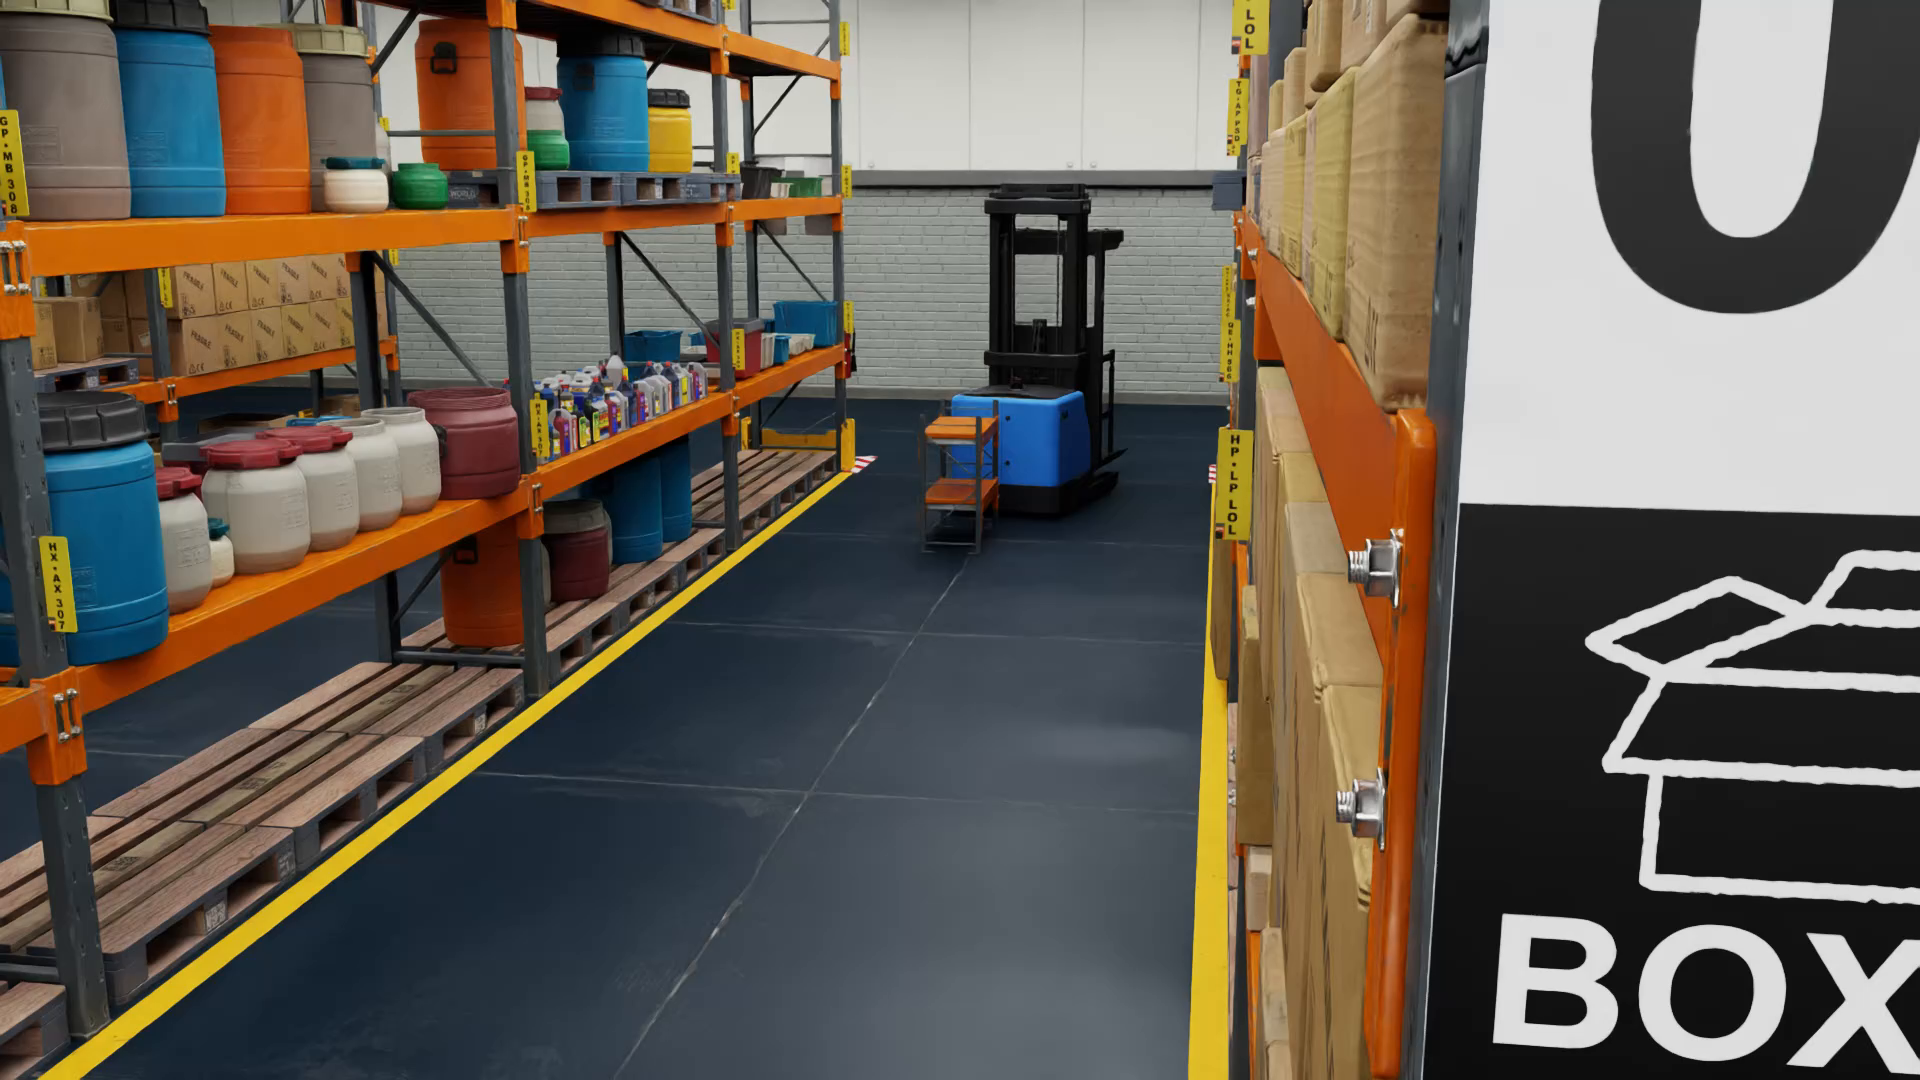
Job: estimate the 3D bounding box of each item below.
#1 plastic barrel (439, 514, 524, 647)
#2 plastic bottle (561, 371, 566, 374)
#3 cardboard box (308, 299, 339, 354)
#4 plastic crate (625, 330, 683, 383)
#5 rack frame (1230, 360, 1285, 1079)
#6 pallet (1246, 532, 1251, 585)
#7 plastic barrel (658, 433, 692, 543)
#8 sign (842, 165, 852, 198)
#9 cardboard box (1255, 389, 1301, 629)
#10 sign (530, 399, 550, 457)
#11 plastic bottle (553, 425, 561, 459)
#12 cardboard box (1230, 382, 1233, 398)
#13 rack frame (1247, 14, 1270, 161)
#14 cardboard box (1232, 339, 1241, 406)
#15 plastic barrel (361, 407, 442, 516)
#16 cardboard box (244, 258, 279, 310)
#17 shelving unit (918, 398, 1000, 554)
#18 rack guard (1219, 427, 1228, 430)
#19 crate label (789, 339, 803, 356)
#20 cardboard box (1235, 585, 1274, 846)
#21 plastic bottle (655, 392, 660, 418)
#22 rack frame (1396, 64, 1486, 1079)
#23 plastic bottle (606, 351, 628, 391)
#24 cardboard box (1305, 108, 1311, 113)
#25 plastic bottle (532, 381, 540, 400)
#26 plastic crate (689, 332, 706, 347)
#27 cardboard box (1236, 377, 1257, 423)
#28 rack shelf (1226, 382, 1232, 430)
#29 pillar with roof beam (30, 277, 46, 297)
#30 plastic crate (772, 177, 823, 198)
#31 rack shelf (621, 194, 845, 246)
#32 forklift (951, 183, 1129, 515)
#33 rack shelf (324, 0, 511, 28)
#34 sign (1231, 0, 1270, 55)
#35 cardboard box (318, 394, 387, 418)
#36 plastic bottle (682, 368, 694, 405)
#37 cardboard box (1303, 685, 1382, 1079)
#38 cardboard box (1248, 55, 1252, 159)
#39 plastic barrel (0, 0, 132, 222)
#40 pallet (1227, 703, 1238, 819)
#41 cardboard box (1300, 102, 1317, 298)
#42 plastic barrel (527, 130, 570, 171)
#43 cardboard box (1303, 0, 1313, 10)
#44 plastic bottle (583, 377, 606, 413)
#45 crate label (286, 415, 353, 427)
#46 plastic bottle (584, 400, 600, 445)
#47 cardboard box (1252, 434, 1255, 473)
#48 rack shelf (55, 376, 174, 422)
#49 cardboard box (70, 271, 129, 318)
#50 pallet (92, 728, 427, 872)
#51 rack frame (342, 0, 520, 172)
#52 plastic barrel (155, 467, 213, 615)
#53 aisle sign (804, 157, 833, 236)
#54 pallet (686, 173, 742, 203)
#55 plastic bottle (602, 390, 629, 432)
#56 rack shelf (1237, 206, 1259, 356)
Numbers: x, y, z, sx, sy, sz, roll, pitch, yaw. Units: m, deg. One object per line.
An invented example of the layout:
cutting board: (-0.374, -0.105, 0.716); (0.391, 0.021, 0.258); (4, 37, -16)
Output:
plastic barrel: (-2.869, 0.183, 10.178); (0.600, 0.830, 0.708); (2, 12, 9)
plastic bottle: (-2.926, -1.098, 12.247); (0.061, 0.283, 0.133); (2, 12, 9)
cardboard box: (-6.549, -2.132, 16.528); (0.500, 0.500, 0.500); (2, 12, 9)
plastic crate: (-2.577, -1.532, 13.880); (0.392, 0.384, 0.575); (2, 12, 9)
rack frame: (1.352, 0.423, 4.910); (1.000, 3.000, 0.127); (2, 12, 9)
pallet: (1.703, 0.098, 6.876); (1.003, 0.211, 1.213); (2, 12, 9)
plastic barrel: (-2.412, -0.470, 13.036); (0.600, 0.901, 0.708); (2, 12, 9)
sign: (-1.151, -3.636, 16.874); (0.100, 0.325, 0.005); (2, 12, 9)
cardboard box: (0.956, -0.070, 3.883); (0.500, 0.500, 0.500); (2, 12, 9)
sign: (-2.382, -0.633, 9.426); (0.100, 0.325, 0.005); (2, 12, 9)
plastic bottle: (-2.481, -0.596, 10.111); (0.097, 0.201, 0.097); (0, 12, 0)
cardboard box: (2.305, -1.194, 13.008); (0.380, 0.149, 0.250); (2, 12, 9)
rack frame: (1.967, -3.342, 8.142); (1.000, 3.000, 0.127); (2, 12, 9)
cardboard box: (2.264, -1.203, 12.220); (0.500, 0.500, 0.500); (2, 12, 9)
plastic barrel: (-2.874, -0.404, 8.481); (0.421, 0.512, 0.421); (0, 12, 0)
cardboard box: (-6.697, -2.405, 15.423); (0.500, 0.500, 0.500); (2, 12, 7)
shelving unit: (0.001, -0.551, 13.881); (0.538, 1.125, 1.048); (2, 12, 9)
rack guard: (3.201, -0.858, 16.788); (1.175, 0.500, 0.348); (2, 12, 9)
crate label: (-1.721, -1.842, 15.902); (0.396, 0.136, 0.243); (2, 12, 9)
cardboard box: (1.110, 0.423, 3.965); (0.875, 0.500, 0.500); (2, 12, 9)
plastic bottle: (-2.198, -0.979, 11.888); (0.097, 0.201, 0.097); (0, 12, 0)
rack frame: (0.737, 1.256, 1.047); (1.000, 3.000, 0.127); (2, 12, 9)
plastic bottle: (-2.692, -1.307, 13.057); (0.144, 0.351, 0.185); (2, 12, 9)
cardboard box: (0.834, -0.834, 3.035); (0.380, 0.149, 0.250); (2, 12, 8)
plastic bottle: (-2.996, -0.980, 11.538); (0.144, 0.351, 0.185); (2, 12, 9)
plastic crate: (-2.309, -1.806, 15.507); (0.416, 0.233, 0.300); (2, 12, 9)
cardboard box: (1.880, -0.673, 9.758); (0.500, 0.500, 0.500); (2, 12, 8)
rack shelf: (2.890, -1.307, 14.645); (1.077, 0.370, 4.000); (2, 12, 9)
pillar with roof beam: (-7.672, -5.940, 20.194); (9.100, 9.000, 0.400); (2, 12, 9)
plastic crate: (-1.566, -3.384, 15.957); (0.450, 0.188, 0.336); (2, 12, 9)
rack shelf: (-2.004, -2.934, 15.074); (1.077, 0.370, 4.000); (2, 12, 9)
forklift: (0.915, -1.928, 15.982); (1.130, 2.935, 3.031); (5, 13, 21)
rack shelf: (-3.235, -2.539, 7.073); (1.077, 0.370, 4.000); (2, 12, 9)
sign: (0.803, -1.506, 4.578); (0.100, 0.325, 0.005); (2, 12, 9)
cardboard box: (-6.431, -1.269, 17.649); (0.500, 0.500, 0.500); (2, 12, 9)
plastic bottle: (-2.109, -1.174, 12.613); (0.152, 0.276, 0.135); (2, 12, 9)
cardboard box: (0.577, 0.450, 1.468); (0.500, 0.500, 0.500); (2, 12, 9)
cardboard box: (1.559, -1.974, 7.490); (0.500, 0.500, 0.500); (2, 12, 9)
plastic barrel: (-3.578, -1.698, 6.442); (0.600, 0.901, 0.600); (0, 12, 0)
pallet: (1.845, 1.116, 8.313); (1.003, 0.211, 1.213); (2, 12, 9)
cardboard box: (0.721, -0.456, 2.227); (0.500, 0.250, 0.500); (2, 12, 10)
plastic barrel: (-2.537, -2.379, 10.164); (0.294, 0.245, 0.294); (0, 12, 0)
cardboard box: (0.725, -0.980, 2.171); (0.500, 0.500, 0.500); (2, 12, 9)
plastic bottle: (-2.470, -0.924, 11.279); (0.144, 0.351, 0.185); (2, 12, 9)
crate label: (-3.347, -0.389, 8.596); (0.502, 0.435, 0.616); (2, 12, 9)
plastic bottle: (-2.369, -0.763, 10.693); (0.061, 0.283, 0.133); (2, 12, 9)
cardboard box: (1.527, -0.197, 6.543); (0.797, 0.503, 0.637); (3, 13, 14)
rack shelf: (-7.513, -0.796, 12.275); (1.077, 0.370, 4.000); (2, 12, 9)
cardboard box: (-7.384, -2.215, 14.542); (0.500, 0.500, 0.500); (2, 12, 9)
pallet: (-3.275, 1.206, 7.895); (1.003, 0.211, 1.213); (2, 12, 9)
rack frame: (-2.927, -3.503, 8.887); (1.000, 3.000, 0.127); (2, 12, 9)
plastic barrel: (-3.178, 0.004, 6.532); (0.433, 0.535, 0.433); (0, 12, 0)
aisle sign: (-1.396, -3.512, 16.998); (0.394, 0.787, 0.004); (2, 12, 9)
pallet: (-2.336, -2.610, 12.314); (1.213, 0.211, 1.003); (2, 12, 9)
plastic bottle: (-2.328, -0.878, 11.241); (0.152, 0.276, 0.135); (2, 12, 9)
rack shelf: (1.659, -1.108, 6.602); (1.077, 0.370, 4.000); (2, 12, 9)
